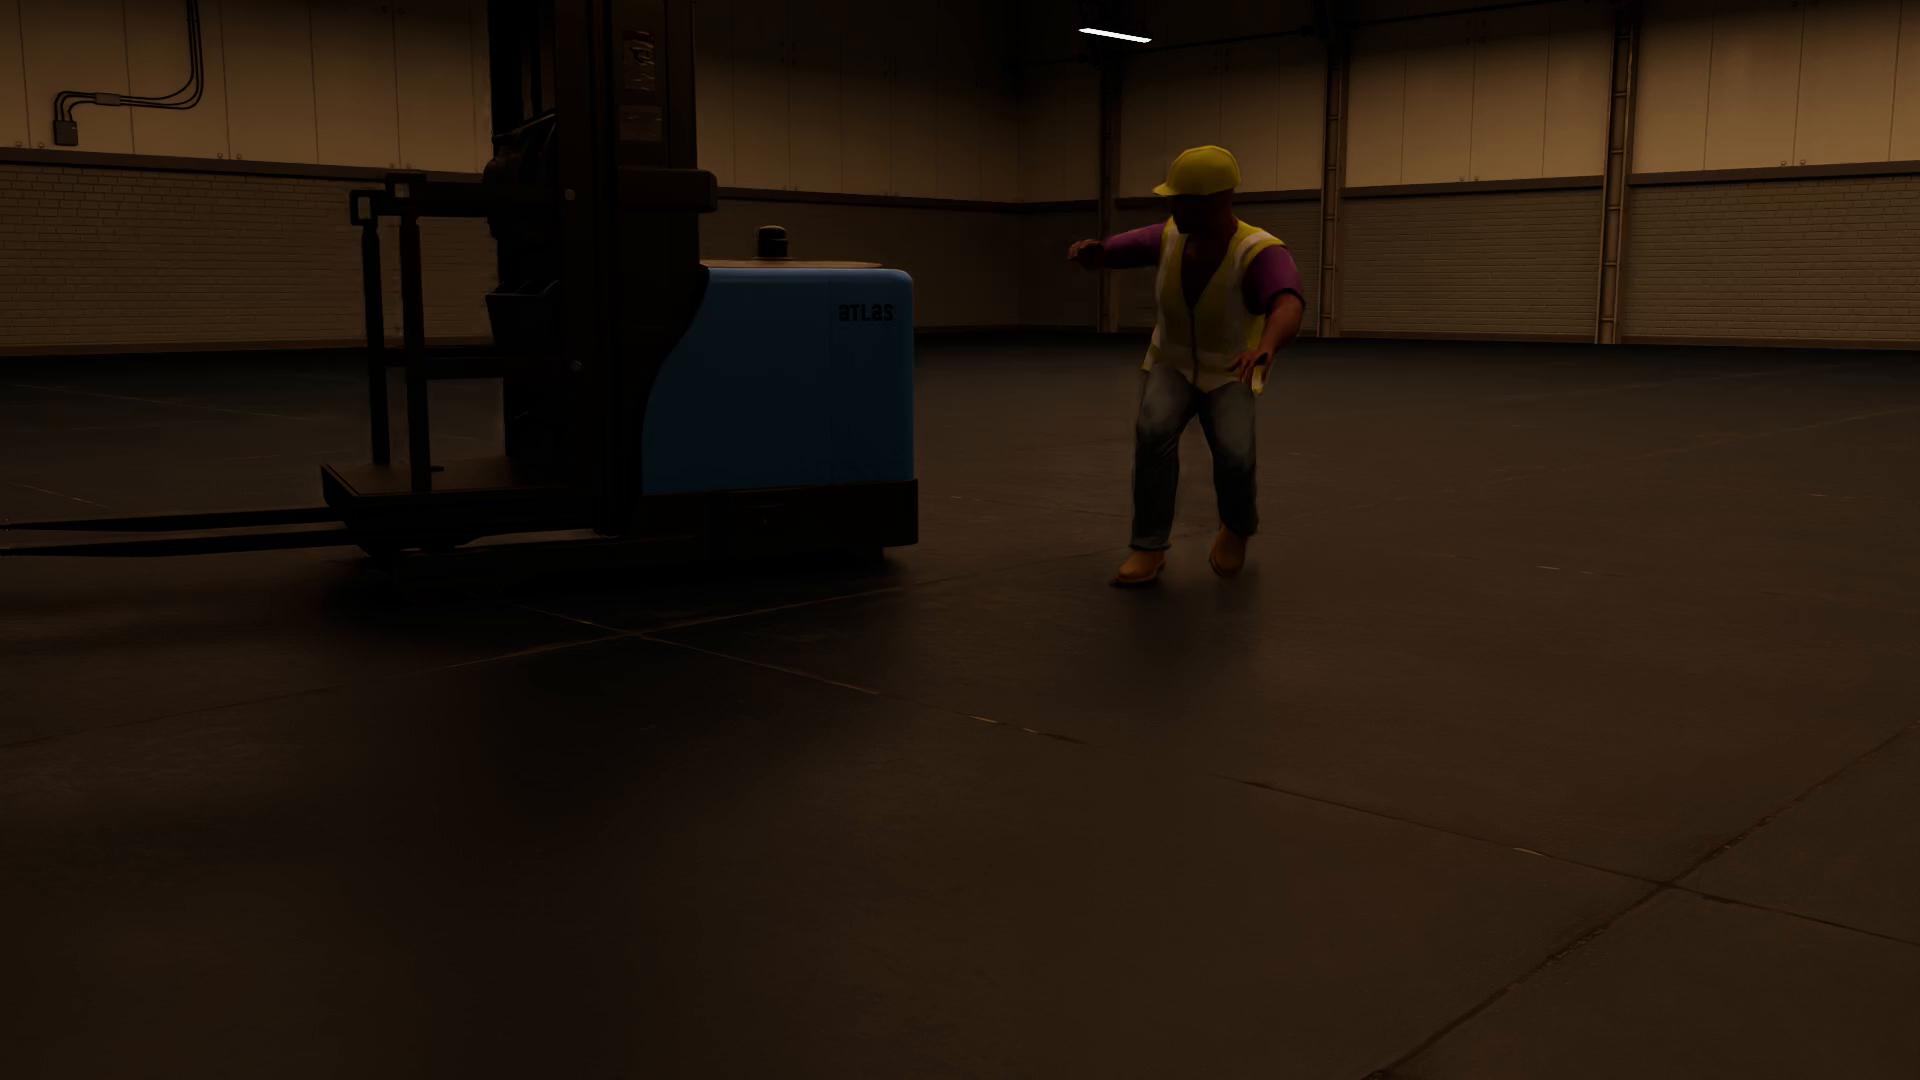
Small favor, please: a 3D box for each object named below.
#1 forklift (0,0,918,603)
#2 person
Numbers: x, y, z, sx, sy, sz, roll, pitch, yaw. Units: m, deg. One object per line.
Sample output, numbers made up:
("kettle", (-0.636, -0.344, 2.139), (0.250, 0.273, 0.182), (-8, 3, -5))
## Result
("forklift", (-1.711, -1.335, 5.739), (3.031, 2.935, 1.130), (-4, 10, -26))
("person", (0.743, -0.575, 5.608), (0.837, 1.479, 0.992), (3, 9, 19))
